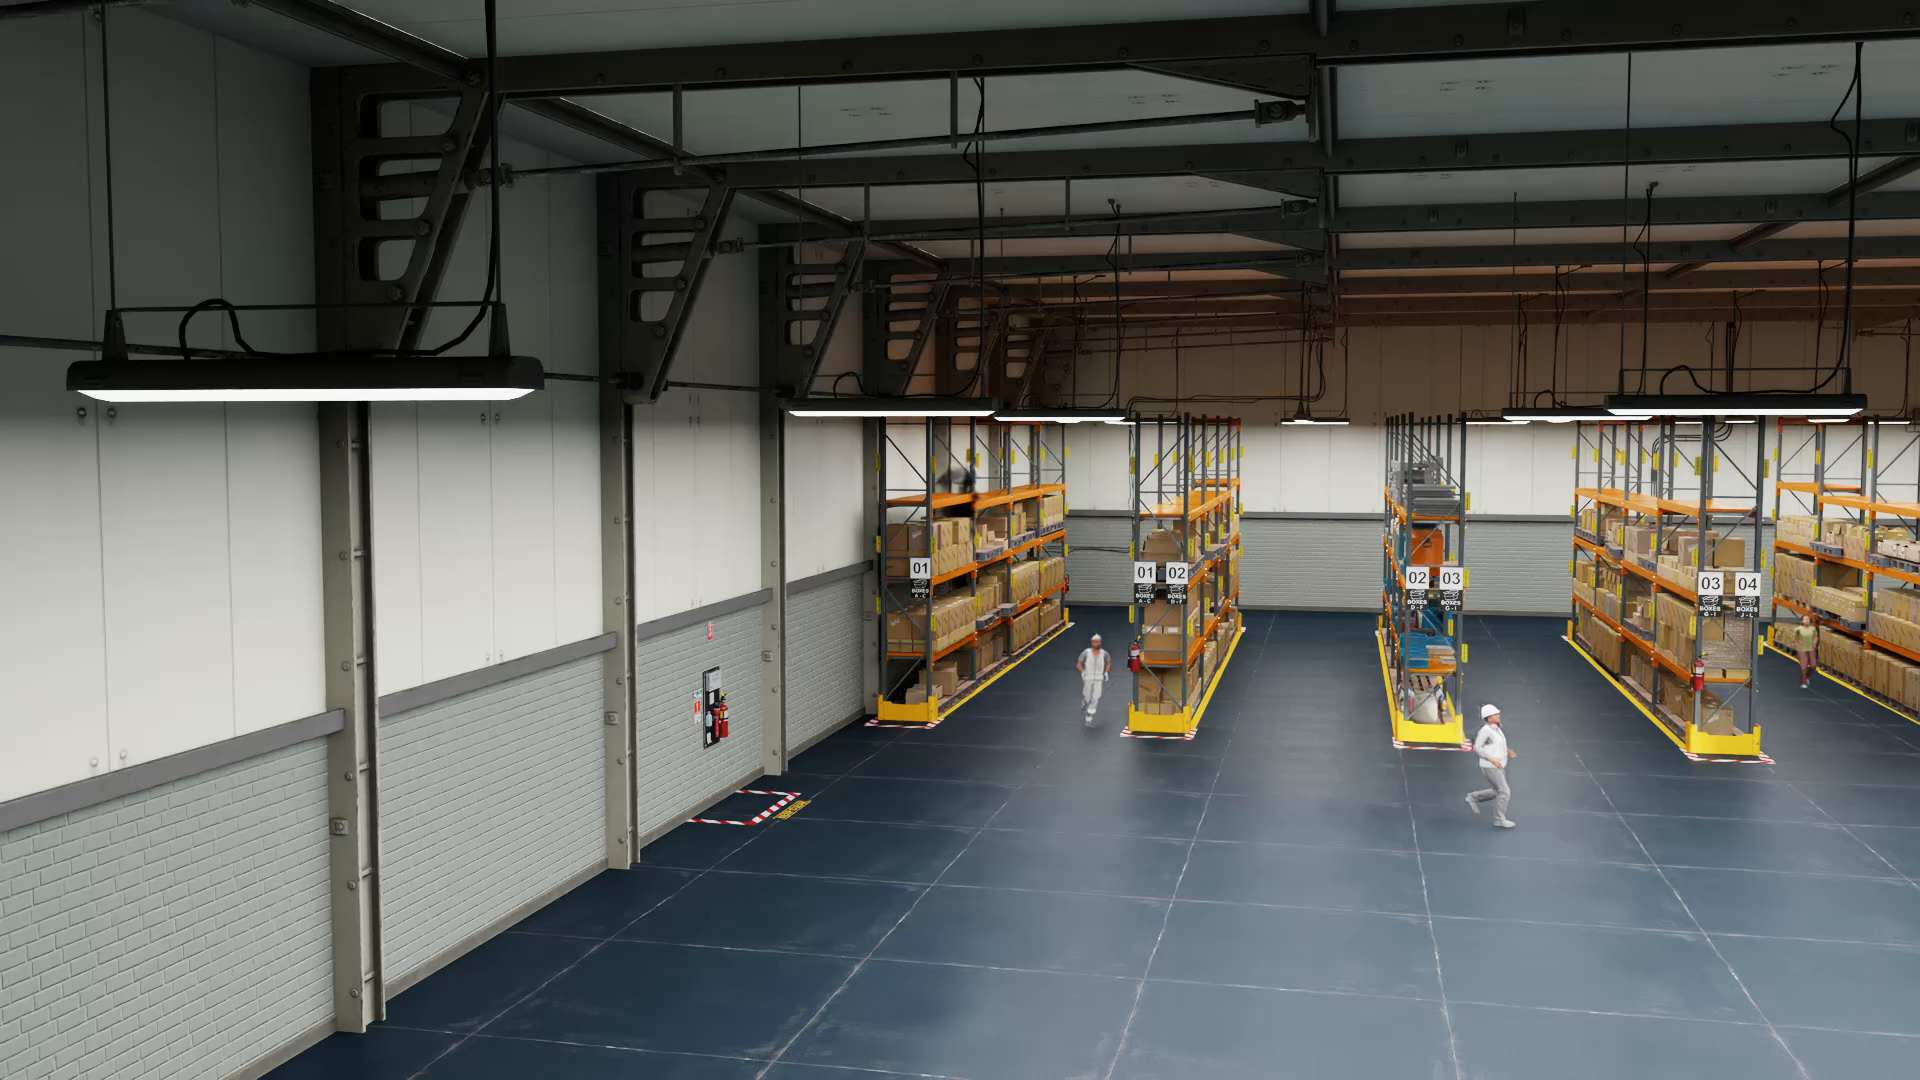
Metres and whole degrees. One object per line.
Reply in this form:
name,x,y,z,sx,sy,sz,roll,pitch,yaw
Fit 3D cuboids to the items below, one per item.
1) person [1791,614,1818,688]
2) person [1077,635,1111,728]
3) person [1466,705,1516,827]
person,18.519,2.441,36.392,0.573,1.624,0.542,1,4,11
person,2.596,2.701,32.065,0.676,1.758,0.727,0,4,-6
person,7.649,3.238,23.928,0.718,1.732,0.666,3,5,35
